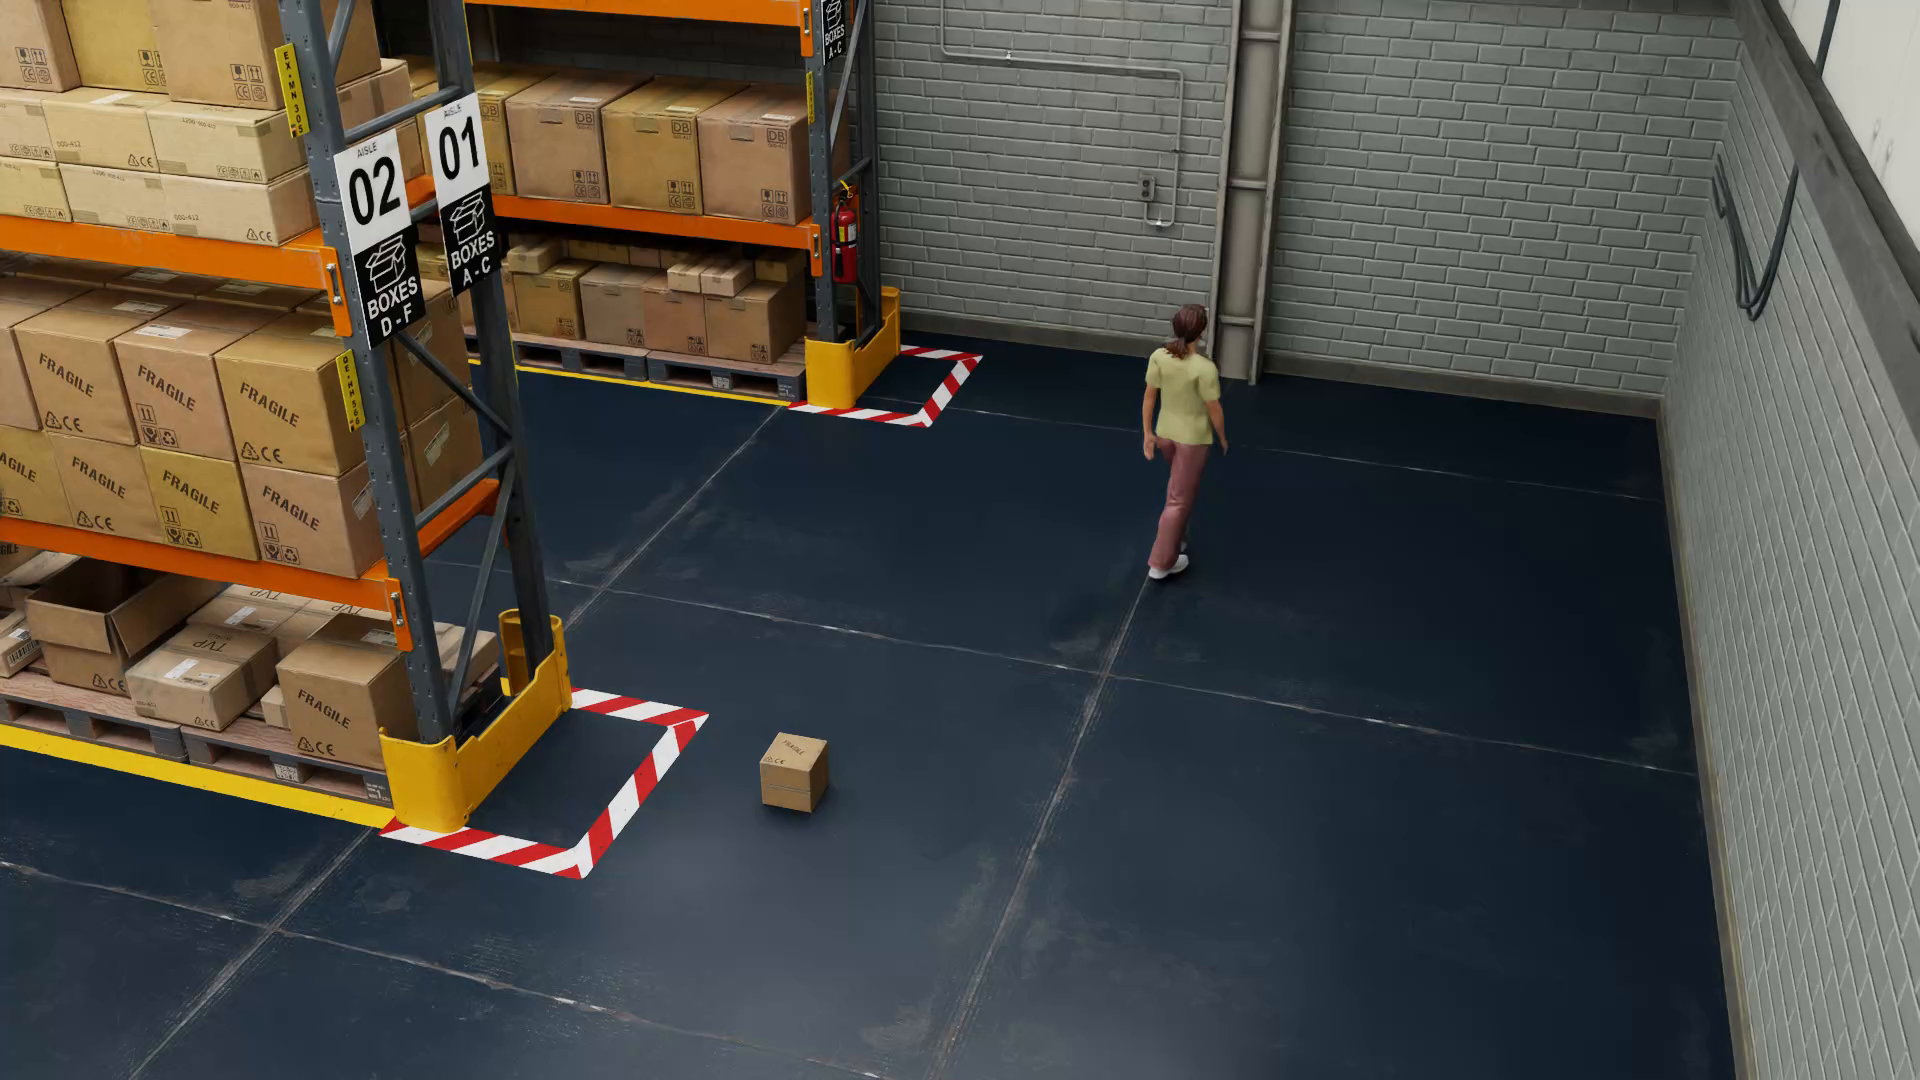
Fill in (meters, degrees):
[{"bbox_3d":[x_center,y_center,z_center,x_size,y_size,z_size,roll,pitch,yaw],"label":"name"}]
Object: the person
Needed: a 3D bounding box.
[{"bbox_3d":[1.302,-0.551,9.510,0.535,1.722,0.444,-26,38,-38],"label":"person"}]
